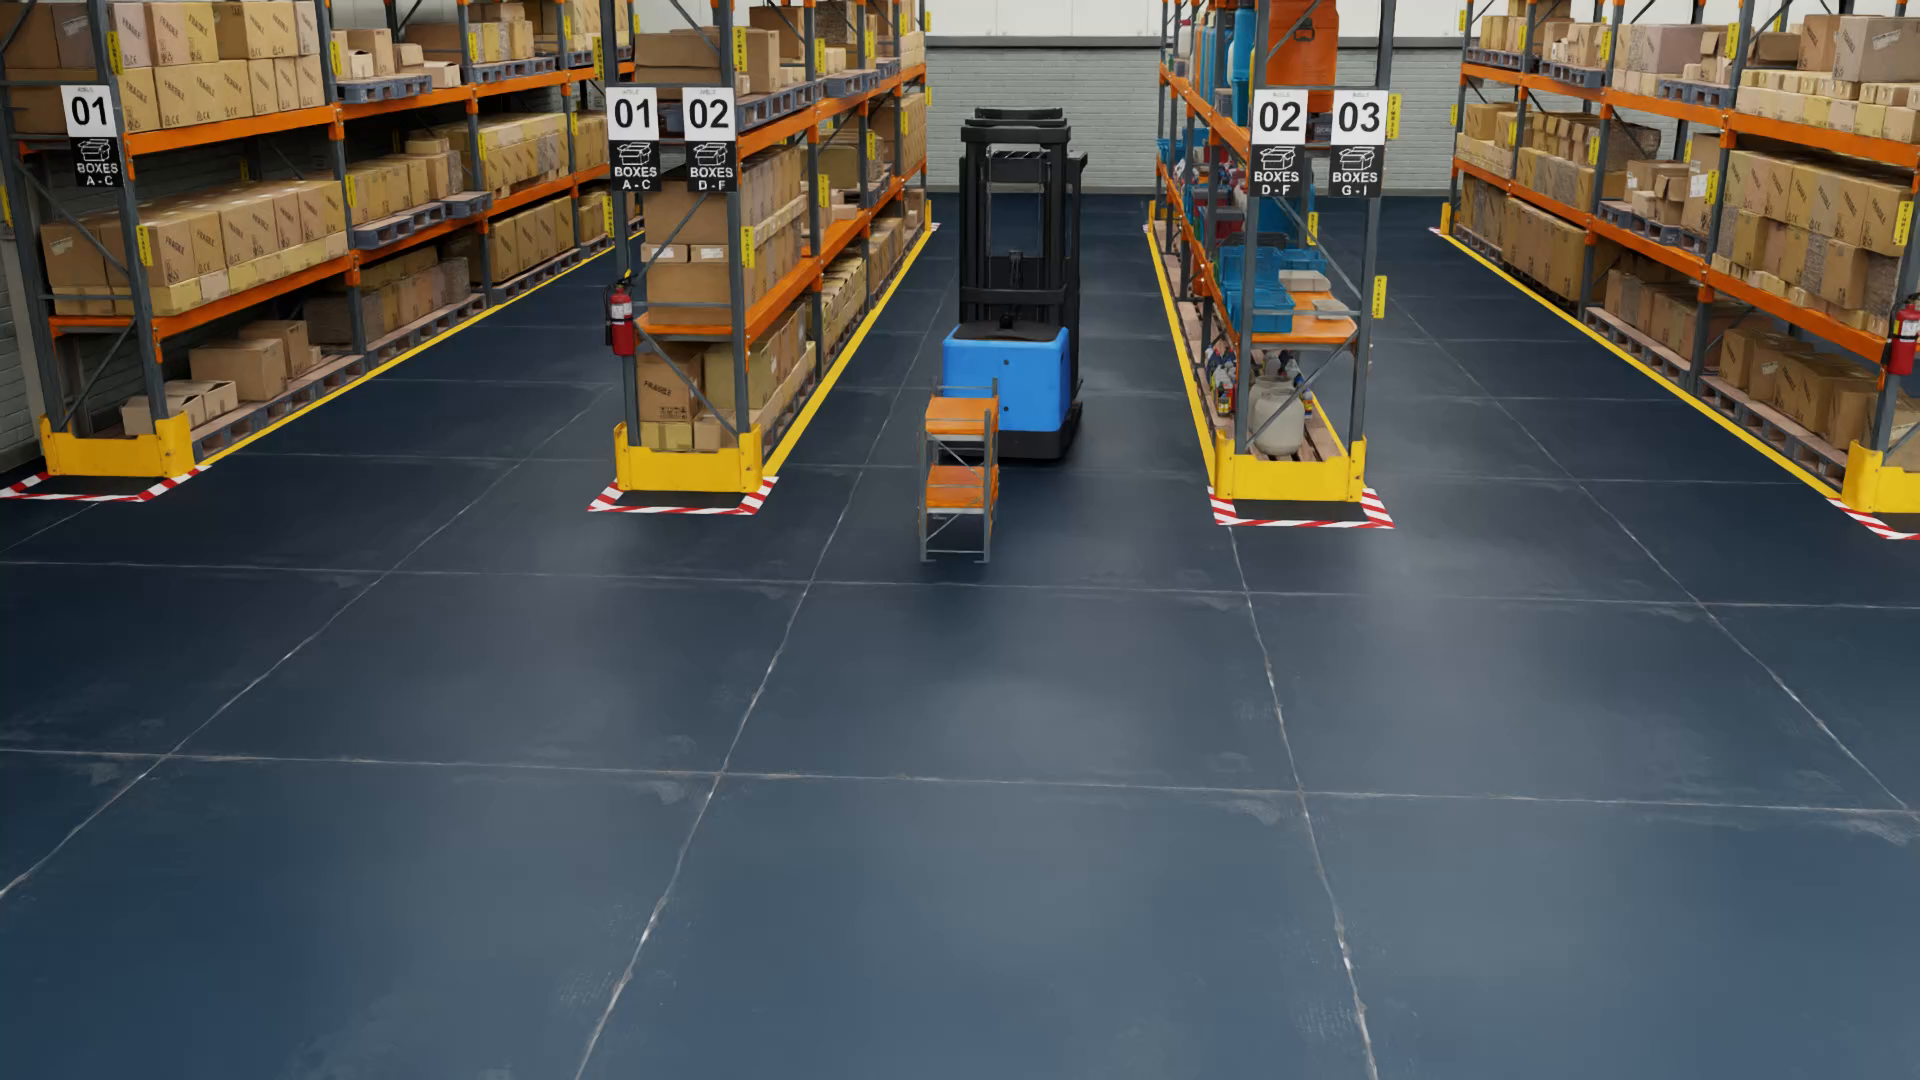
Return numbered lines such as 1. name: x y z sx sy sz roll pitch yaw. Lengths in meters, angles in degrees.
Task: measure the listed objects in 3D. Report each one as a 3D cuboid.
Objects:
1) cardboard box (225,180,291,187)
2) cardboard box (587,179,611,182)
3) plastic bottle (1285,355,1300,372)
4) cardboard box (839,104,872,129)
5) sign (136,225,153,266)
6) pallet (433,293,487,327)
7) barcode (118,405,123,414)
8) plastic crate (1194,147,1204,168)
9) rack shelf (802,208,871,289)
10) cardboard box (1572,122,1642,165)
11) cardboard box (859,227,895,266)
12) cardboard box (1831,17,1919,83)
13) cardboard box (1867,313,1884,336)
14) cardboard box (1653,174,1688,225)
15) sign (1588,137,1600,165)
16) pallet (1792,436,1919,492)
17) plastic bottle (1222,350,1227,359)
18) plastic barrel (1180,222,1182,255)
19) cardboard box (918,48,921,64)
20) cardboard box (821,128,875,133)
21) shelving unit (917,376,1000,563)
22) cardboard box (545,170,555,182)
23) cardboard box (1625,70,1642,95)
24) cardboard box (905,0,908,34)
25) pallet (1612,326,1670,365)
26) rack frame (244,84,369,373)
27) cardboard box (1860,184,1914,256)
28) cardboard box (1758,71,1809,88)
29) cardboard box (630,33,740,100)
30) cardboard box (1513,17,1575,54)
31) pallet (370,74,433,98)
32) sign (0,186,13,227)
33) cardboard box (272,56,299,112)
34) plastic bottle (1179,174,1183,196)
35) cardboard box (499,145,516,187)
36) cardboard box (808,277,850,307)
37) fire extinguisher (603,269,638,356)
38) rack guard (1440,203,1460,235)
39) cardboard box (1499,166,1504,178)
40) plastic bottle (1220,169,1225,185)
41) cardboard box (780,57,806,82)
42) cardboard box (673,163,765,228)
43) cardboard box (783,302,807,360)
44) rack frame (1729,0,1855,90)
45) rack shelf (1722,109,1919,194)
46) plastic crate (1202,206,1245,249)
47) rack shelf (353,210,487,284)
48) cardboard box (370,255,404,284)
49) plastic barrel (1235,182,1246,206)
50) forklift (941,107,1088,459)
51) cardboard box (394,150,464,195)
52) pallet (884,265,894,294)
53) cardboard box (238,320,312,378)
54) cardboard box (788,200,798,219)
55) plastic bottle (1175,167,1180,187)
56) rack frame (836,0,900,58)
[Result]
1. cardboard box: -7.131 -3.389 16.952 0.500 0.500 0.500 1 18 3
2. cardboard box: -6.169 -6.106 28.539 0.380 0.149 0.250 1 18 4
3. plastic bottle: 3.197 -1.598 16.031 0.144 0.351 0.185 1 18 4
4. cardboard box: -1.596 -6.296 25.054 0.500 0.500 0.500 1 18 4
5. sign: -6.634 -2.392 13.517 0.100 0.325 0.005 1 18 4
6. pallet: -6.659 -2.910 20.965 1.003 0.211 1.213 1 18 4
7. barcode: -7.434 -1.156 14.731 0.001 0.075 0.075 1 18 4
8. plastic crate: 3.860 -5.941 25.832 0.437 0.282 0.530 1 18 4
9. rack shelf: -1.804 -3.405 19.154 1.077 0.370 4.000 1 18 4
10. cardboard box: 8.338 -5.099 21.397 0.797 0.503 0.637 2 18 5
11. cardboard box: -1.204 -4.163 23.619 0.500 0.500 0.500 2 18 5
12. cardboard box: 7.505 -4.000 13.556 0.500 0.500 0.500 1 18 4
13. cardboard box: 7.479 -1.713 13.237 0.380 0.149 0.250 1 18 4
14. cardboard box: 7.965 -3.693 18.036 0.797 0.503 0.637 3 18 10
15. sign: 7.666 -4.708 20.113 0.100 0.325 0.005 1 18 4
16. pallet: 7.745 -0.611 13.950 1.003 0.211 1.213 1 18 4
17. plastic bottle: 2.643 -1.740 16.572 0.061 0.283 0.133 1 18 4
18. plastic barrel: 3.510 -4.533 24.135 0.600 0.901 0.708 1 18 4
19. cardboard box: -0.908 -7.887 27.098 0.500 0.250 0.500 1 18 4
20. cardboard box: -1.631 -5.716 24.214 0.700 0.500 0.500 -5 19 -15
21. shelving unit: 0.000 -0.537 12.254 0.538 1.125 1.048 1 18 4
22. cardboard box: -6.075 -5.257 24.021 0.380 0.149 0.250 1 18 4
23. cardboard box: 7.895 -5.201 18.901 0.500 0.250 0.500 2 18 5
24. cardboard box: -1.170 -8.018 25.493 0.700 0.500 0.500 1 18 4
25. pallet: 8.072 -2.200 18.799 1.003 0.211 1.213 1 18 4
26. rack frame: -6.889 -3.235 17.480 1.000 3.000 0.127 1 18 4
27. cardboard box: 7.439 -2.502 12.997 0.500 0.500 0.500 1 18 4
28. cardboard box: 7.651 -4.269 15.418 0.380 0.149 0.250 0 18 1
29. cardboard box: -2.189 -3.803 13.329 0.797 0.503 0.637 3 18 8
30. cardboard box: 8.503 -7.353 24.233 0.700 0.500 0.500 0 18 1
31. pallet: -6.667 -5.083 18.603 1.213 0.211 1.003 1 18 4
32. sign: -7.728 -2.712 13.516 0.100 0.325 0.005 1 18 4
33. cardboard box: -6.727 -4.399 16.020 0.500 0.500 0.500 0 18 -1
34. plastic bottle: 2.988 -4.790 22.412 0.061 0.283 0.133 1 18 4
35. cardboard box: -6.265 -4.984 22.145 0.500 0.500 0.500 2 18 6
36. cardboard box: -1.561 -2.886 19.254 0.500 0.311 0.500 2 18 5
37. fire extinguisher: -2.706 -1.821 13.286 0.296 0.674 0.183 1 18 4
38. rack guard: 8.795 -5.450 28.254 1.175 0.500 0.348 1 18 4
39. cardboard box: 8.220 -5.451 24.645 0.380 0.149 0.250 2 18 5
40. plastic bottle: 3.672 -5.035 23.179 0.097 0.271 0.097 0 18 0
41. cardboard box: -1.894 -4.871 17.220 0.500 0.250 0.500 3 18 10
42. cardboard box: -2.117 -3.029 14.606 0.700 0.500 0.500 1 18 4
43. cardboard box: -1.810 -2.071 16.465 0.500 0.500 0.500 1 18 4
44. rack frame: 7.933 -5.755 15.534 1.000 3.000 0.127 1 18 4
45. rack shelf: 7.790 -3.366 14.217 1.077 0.370 4.000 1 18 4
46. plastic crate: 2.722 -3.202 17.275 0.402 0.464 0.583 1 18 4
47. rack shelf: -6.745 -3.515 19.488 1.077 0.370 4.000 1 18 4
48. cardboard box: -6.791 -3.141 19.294 0.500 0.250 0.500 1 18 2
49. plastic barrel: 3.389 -3.855 19.190 0.421 0.512 0.421 0 18 0
50. forklift: 0.577 -2.509 15.373 1.130 2.935 3.031 3 18 9
51. cardboard box: -6.626 -4.588 20.741 0.700 0.500 0.500 -1 18 -3
52. pallet: -1.479 -3.652 23.230 1.003 0.211 1.213 1 18 4
53. cardboard box: -6.923 -1.933 16.814 0.500 0.500 0.500 0 18 0
54. cardboard box: -1.789 -3.234 16.275 0.380 0.149 0.250 1 18 2
55. plastic bottle: 3.051 -5.063 23.246 0.061 0.283 0.133 1 18 4
56. rack frame: -1.374 -8.462 23.795 1.000 3.000 0.127 1 18 4
